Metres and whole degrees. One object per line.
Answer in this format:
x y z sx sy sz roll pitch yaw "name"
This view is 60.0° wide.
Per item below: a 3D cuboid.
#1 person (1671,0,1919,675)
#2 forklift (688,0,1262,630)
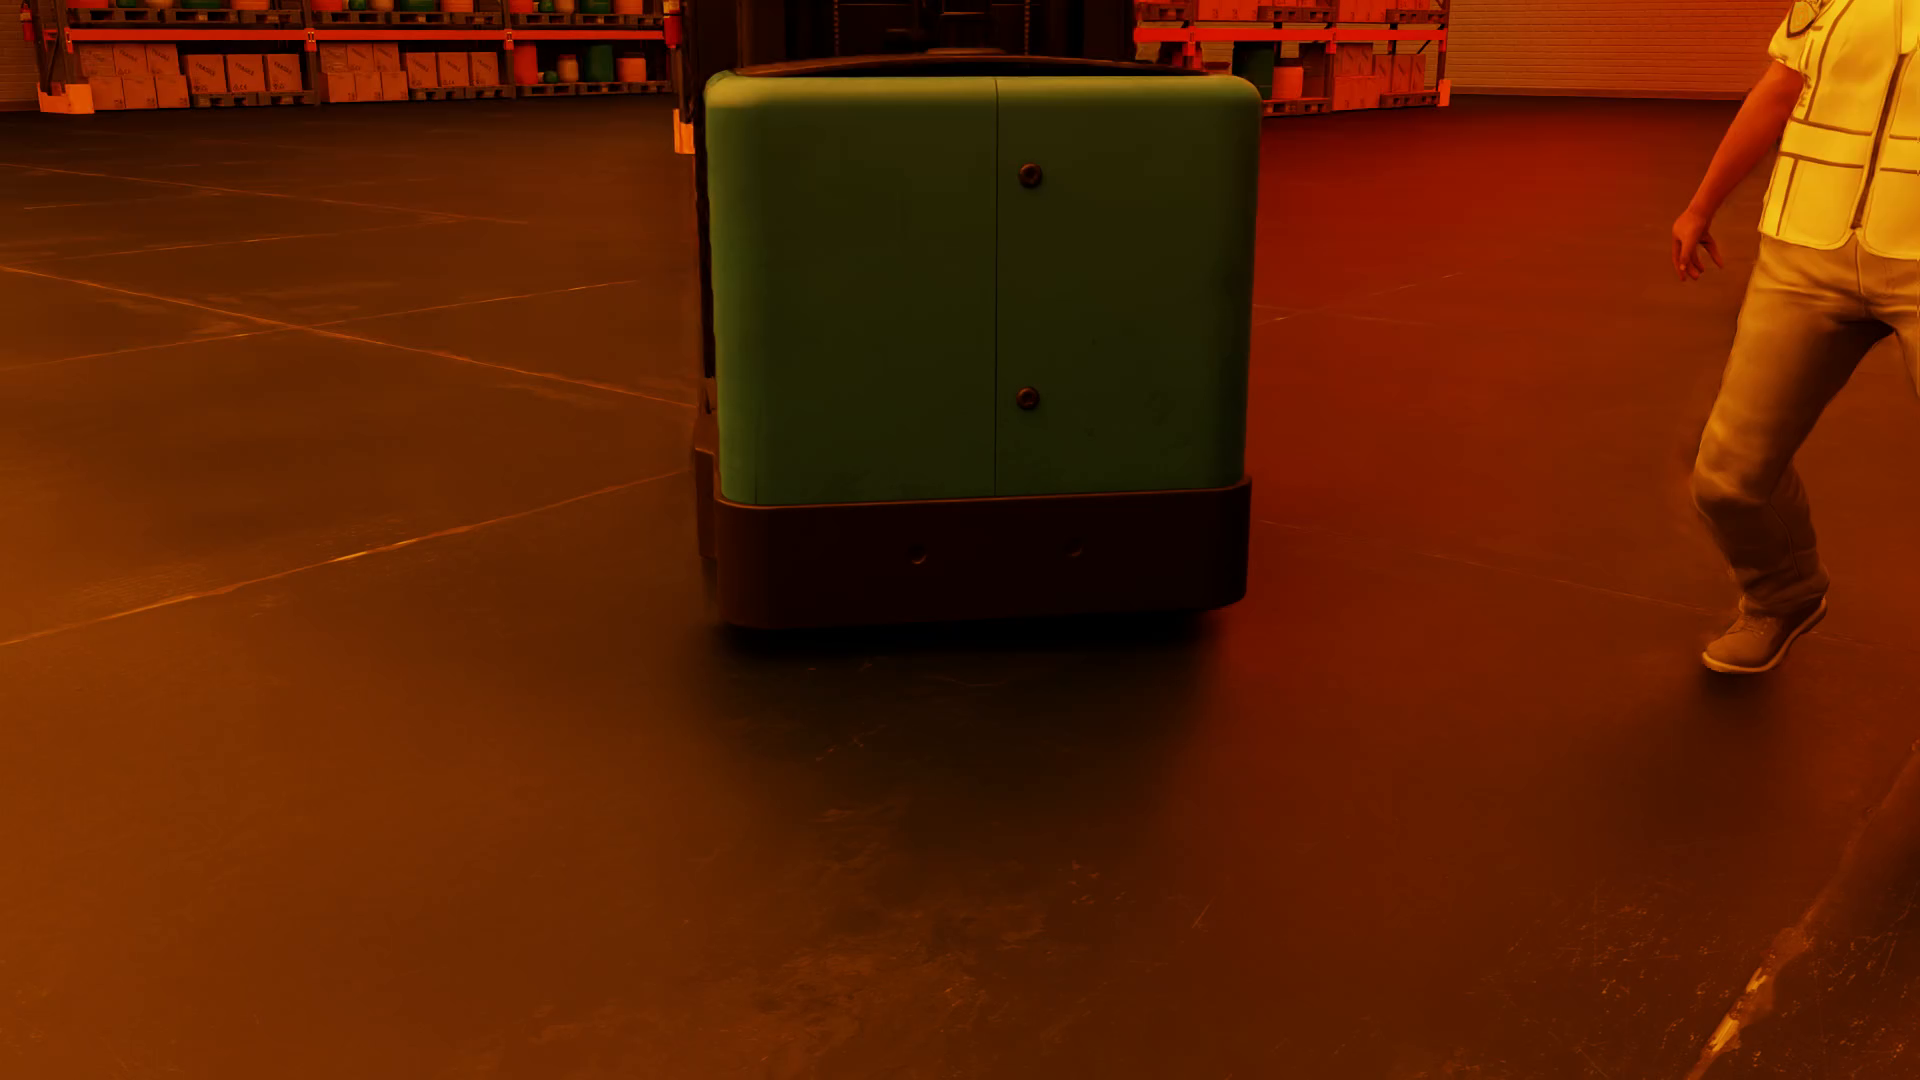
1.568 -0.472 2.784 0.503 1.595 0.816 -14 22 -38 "person"
-0.154 -1.617 4.222 1.130 2.935 3.031 -2 17 -8 "forklift"
